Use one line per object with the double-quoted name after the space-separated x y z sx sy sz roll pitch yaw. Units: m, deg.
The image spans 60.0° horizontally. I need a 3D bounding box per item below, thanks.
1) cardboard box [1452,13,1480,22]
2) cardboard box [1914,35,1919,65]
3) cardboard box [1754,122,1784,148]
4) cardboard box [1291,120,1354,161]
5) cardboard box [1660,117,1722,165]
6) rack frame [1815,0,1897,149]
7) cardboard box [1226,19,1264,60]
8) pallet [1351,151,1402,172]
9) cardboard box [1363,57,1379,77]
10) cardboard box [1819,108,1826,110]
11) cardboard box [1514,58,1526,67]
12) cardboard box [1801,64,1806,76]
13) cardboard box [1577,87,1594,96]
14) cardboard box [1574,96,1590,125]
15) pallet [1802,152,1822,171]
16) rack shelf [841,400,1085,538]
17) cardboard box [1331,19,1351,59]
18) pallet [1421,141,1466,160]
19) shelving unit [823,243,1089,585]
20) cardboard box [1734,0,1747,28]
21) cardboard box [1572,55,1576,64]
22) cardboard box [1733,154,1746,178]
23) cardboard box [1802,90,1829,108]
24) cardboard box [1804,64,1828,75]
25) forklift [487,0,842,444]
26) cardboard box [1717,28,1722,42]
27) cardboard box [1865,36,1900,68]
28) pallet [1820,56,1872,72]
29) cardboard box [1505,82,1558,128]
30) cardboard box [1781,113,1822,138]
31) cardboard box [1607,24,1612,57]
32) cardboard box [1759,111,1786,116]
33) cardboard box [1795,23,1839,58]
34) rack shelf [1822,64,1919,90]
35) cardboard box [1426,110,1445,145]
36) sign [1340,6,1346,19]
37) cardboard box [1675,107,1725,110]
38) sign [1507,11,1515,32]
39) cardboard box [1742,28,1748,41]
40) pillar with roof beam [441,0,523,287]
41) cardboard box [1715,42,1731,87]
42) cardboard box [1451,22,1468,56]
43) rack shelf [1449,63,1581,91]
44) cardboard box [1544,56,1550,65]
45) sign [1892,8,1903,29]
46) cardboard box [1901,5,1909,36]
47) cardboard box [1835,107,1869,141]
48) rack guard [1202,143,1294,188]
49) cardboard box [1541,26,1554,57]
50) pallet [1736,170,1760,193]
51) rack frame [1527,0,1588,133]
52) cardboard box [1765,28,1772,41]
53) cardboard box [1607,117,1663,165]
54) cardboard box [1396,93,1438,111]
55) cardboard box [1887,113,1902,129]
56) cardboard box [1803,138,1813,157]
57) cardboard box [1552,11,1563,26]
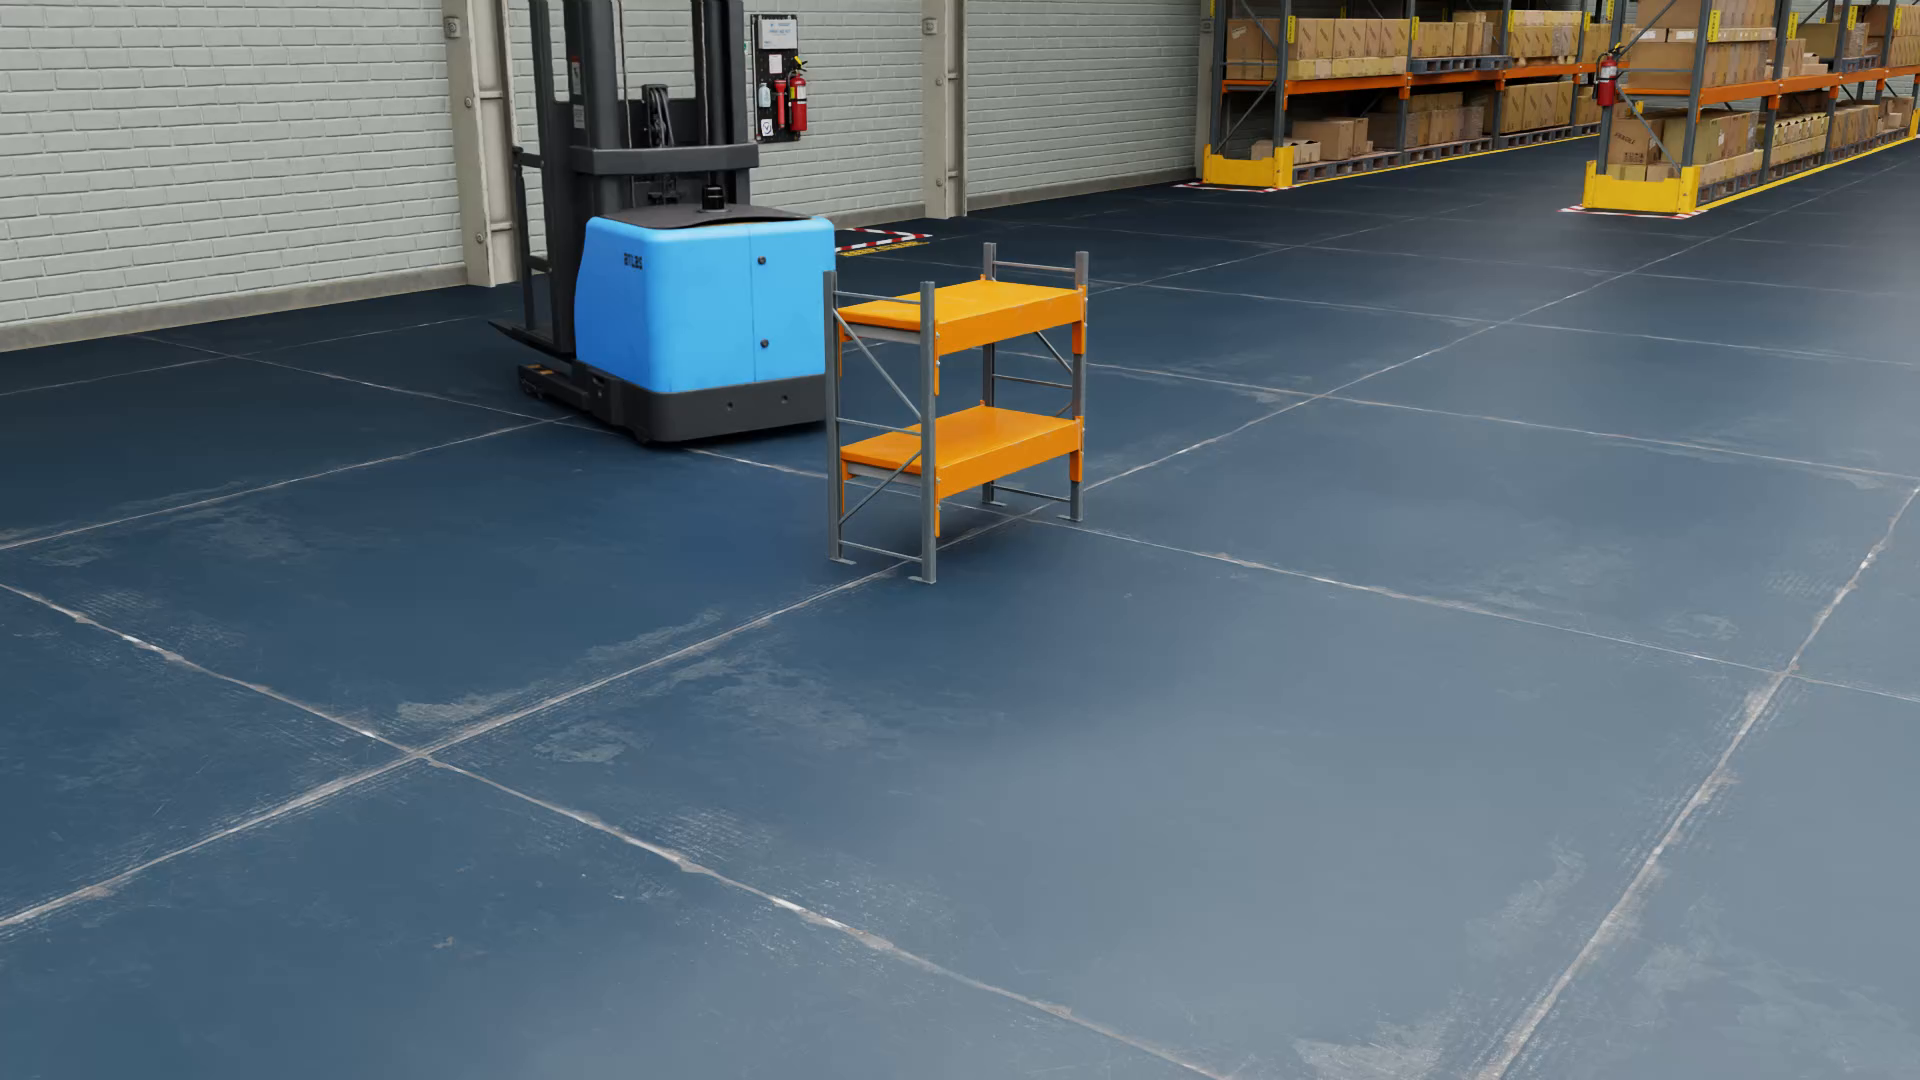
8.096 -8.360 26.601 0.380 0.149 0.250 9 19 26 "cardboard box"
16.850 -8.758 29.721 0.500 0.500 0.500 13 21 35 "cardboard box"
10.501 -5.341 21.868 0.500 0.311 0.500 13 21 35 "cardboard box"
4.992 -5.520 22.935 0.700 0.500 0.500 11 20 31 "cardboard box"
8.466 -4.632 19.266 0.500 0.500 0.500 12 21 35 "cardboard box"
14.821 -8.037 27.566 1.000 3.000 0.127 12 21 35 "rack frame"
3.801 -6.499 21.569 0.500 0.500 0.500 12 21 34 "cardboard box"
5.702 -5.508 24.125 1.003 0.211 1.213 12 21 35 "pallet"
5.444 -6.538 22.958 0.500 0.250 0.500 12 21 34 "cardboard box"
13.423 -6.614 26.457 0.500 0.500 0.500 11 21 33 "cardboard box"
9.223 -7.993 27.813 0.380 0.149 0.250 13 22 36 "cardboard box"
11.723 -6.651 23.525 0.380 0.149 0.250 14 22 39 "cardboard box"
11.719 -8.437 31.268 0.380 0.149 0.250 13 22 37 "cardboard box"
11.368 -8.078 31.206 0.700 0.500 0.500 13 21 35 "cardboard box"
11.916 -5.563 24.303 1.003 0.211 1.213 12 21 35 "pallet"
0.004 -0.305 6.655 0.538 0.278 1.000 12 21 35 "rack shelf"
4.832 -6.648 22.048 0.500 0.500 0.500 12 21 33 "cardboard box"
7.263 -6.152 26.198 1.003 0.211 1.213 12 21 35 "pallet"
0.004 -0.539 6.582 0.538 1.125 1.048 12 21 35 "shelving unit"
8.898 -6.333 19.724 0.700 0.500 0.500 12 21 35 "cardboard box"
10.866 -8.670 29.996 0.380 0.149 0.250 13 21 35 "cardboard box"
9.362 -4.631 20.526 0.500 0.250 0.500 12 21 35 "cardboard box"
13.741 -7.101 26.761 0.500 0.250 0.500 12 21 35 "cardboard box"
12.124 -6.701 23.689 0.380 0.149 0.250 12 21 35 "cardboard box"
-1.847 -2.251 9.051 1.130 2.935 3.031 -11 20 -32 "forklift"
8.383 -5.714 18.824 0.380 0.149 0.250 13 21 35 "cardboard box"
15.343 -8.158 27.787 0.500 0.500 0.500 13 22 36 "cardboard box"
13.593 -7.457 26.021 1.003 0.211 1.213 12 21 35 "pallet"
10.030 -7.695 29.383 0.750 0.750 0.750 13 22 36 "cardboard box"
12.019 -5.946 23.816 0.500 0.311 0.500 12 21 34 "cardboard box"
12.042 -9.529 31.865 0.980 0.700 0.700 11 20 32 "cardboard box"
11.890 -6.167 24.526 0.500 0.311 0.500 13 22 37 "cardboard box"
12.722 -7.502 24.968 0.700 0.500 0.500 5 18 16 "cardboard box"
16.013 -8.170 29.207 1.077 0.370 4.000 12 21 35 "rack shelf"
7.103 -6.447 25.919 0.700 0.500 0.500 13 21 35 "cardboard box"
5.626 -7.656 24.388 0.100 0.325 0.005 12 21 35 "sign"
9.527 -5.322 21.487 0.500 0.500 0.500 12 21 35 "cardboard box"
8.899 -8.380 26.853 0.100 0.325 0.005 12 21 35 "sign"
9.151 -6.020 19.810 0.380 0.149 0.250 13 22 36 "cardboard box"
-0.280 -5.619 9.664 9.100 9.000 0.400 12 21 35 "pillar with roof beam"
8.569 -5.579 19.482 0.700 0.500 0.500 13 21 35 "cardboard box"
7.461 -7.802 25.900 0.700 0.500 0.500 12 21 35 "cardboard box"
9.649 -8.091 28.955 1.077 0.370 4.000 12 21 35 "rack shelf"
10.074 -8.376 29.047 0.380 0.149 0.250 12 21 33 "cardboard box"
15.269 -8.493 27.081 0.100 0.325 0.005 12 21 35 "sign"
15.635 -8.748 28.000 0.500 0.500 0.500 12 21 33 "cardboard box"
14.157 -6.649 26.571 0.500 0.500 0.500 13 21 35 "cardboard box"
3.736 -4.878 21.607 1.175 0.500 0.348 12 21 35 "rack guard"
9.872 -8.595 28.659 0.500 0.500 0.500 13 22 36 "cardboard box"
9.547 -4.618 21.258 1.003 0.211 1.213 12 21 35 "pallet"
10.840 -8.911 30.382 1.000 3.000 0.127 12 21 35 "rack frame"
9.915 -6.328 20.800 0.380 0.149 0.250 12 21 34 "cardboard box"
7.751 -4.605 19.177 0.500 0.500 0.500 12 21 35 "cardboard box"
7.066 -6.789 25.755 0.500 0.250 0.500 12 21 33 "cardboard box"
16.488 -7.493 29.708 0.500 0.250 0.500 12 21 35 "cardboard box"
11.714 -5.561 23.520 0.500 0.250 0.500 13 21 36 "cardboard box"
10.151 -9.071 28.927 0.500 0.250 0.500 13 21 36 "cardboard box"
